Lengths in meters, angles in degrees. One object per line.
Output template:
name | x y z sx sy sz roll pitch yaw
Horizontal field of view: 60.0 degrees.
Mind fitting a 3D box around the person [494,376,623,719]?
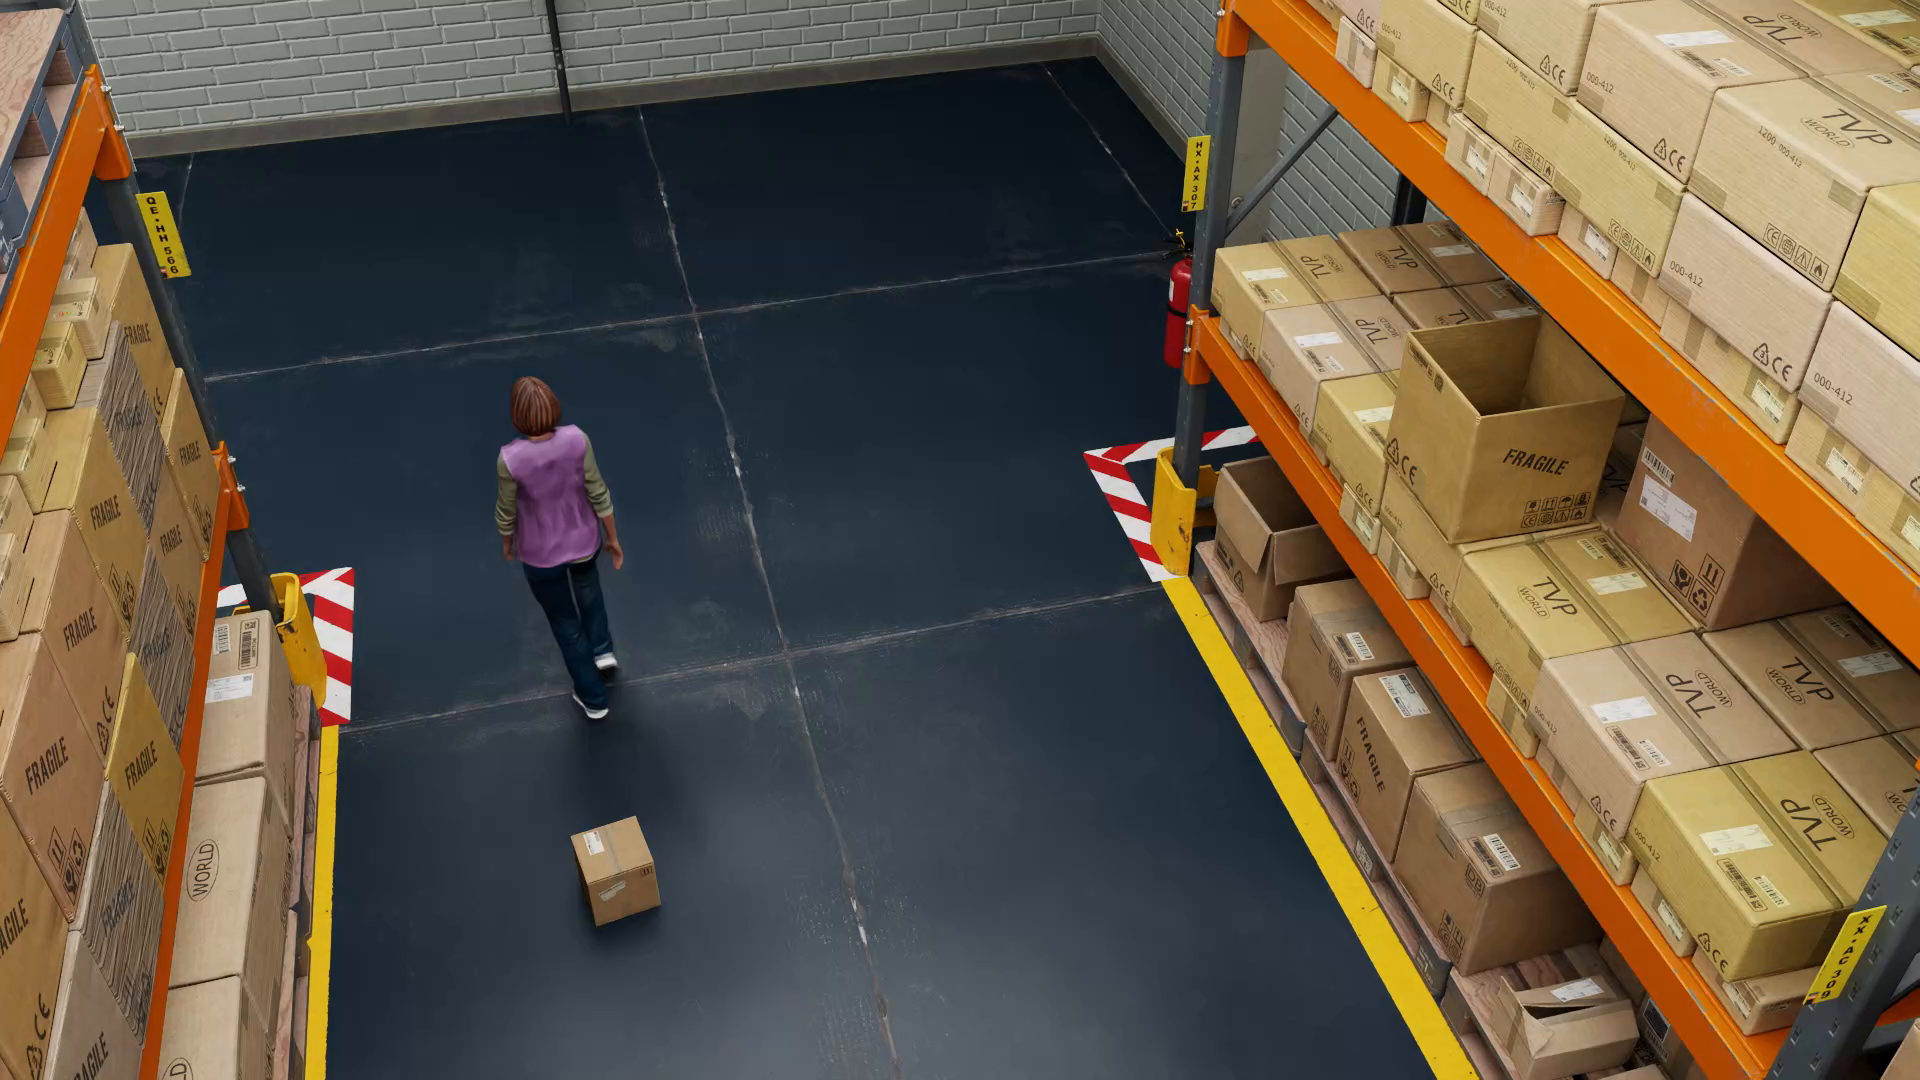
person | -1.603 0.040 6.664 0.430 1.638 0.490 -23 44 -26
